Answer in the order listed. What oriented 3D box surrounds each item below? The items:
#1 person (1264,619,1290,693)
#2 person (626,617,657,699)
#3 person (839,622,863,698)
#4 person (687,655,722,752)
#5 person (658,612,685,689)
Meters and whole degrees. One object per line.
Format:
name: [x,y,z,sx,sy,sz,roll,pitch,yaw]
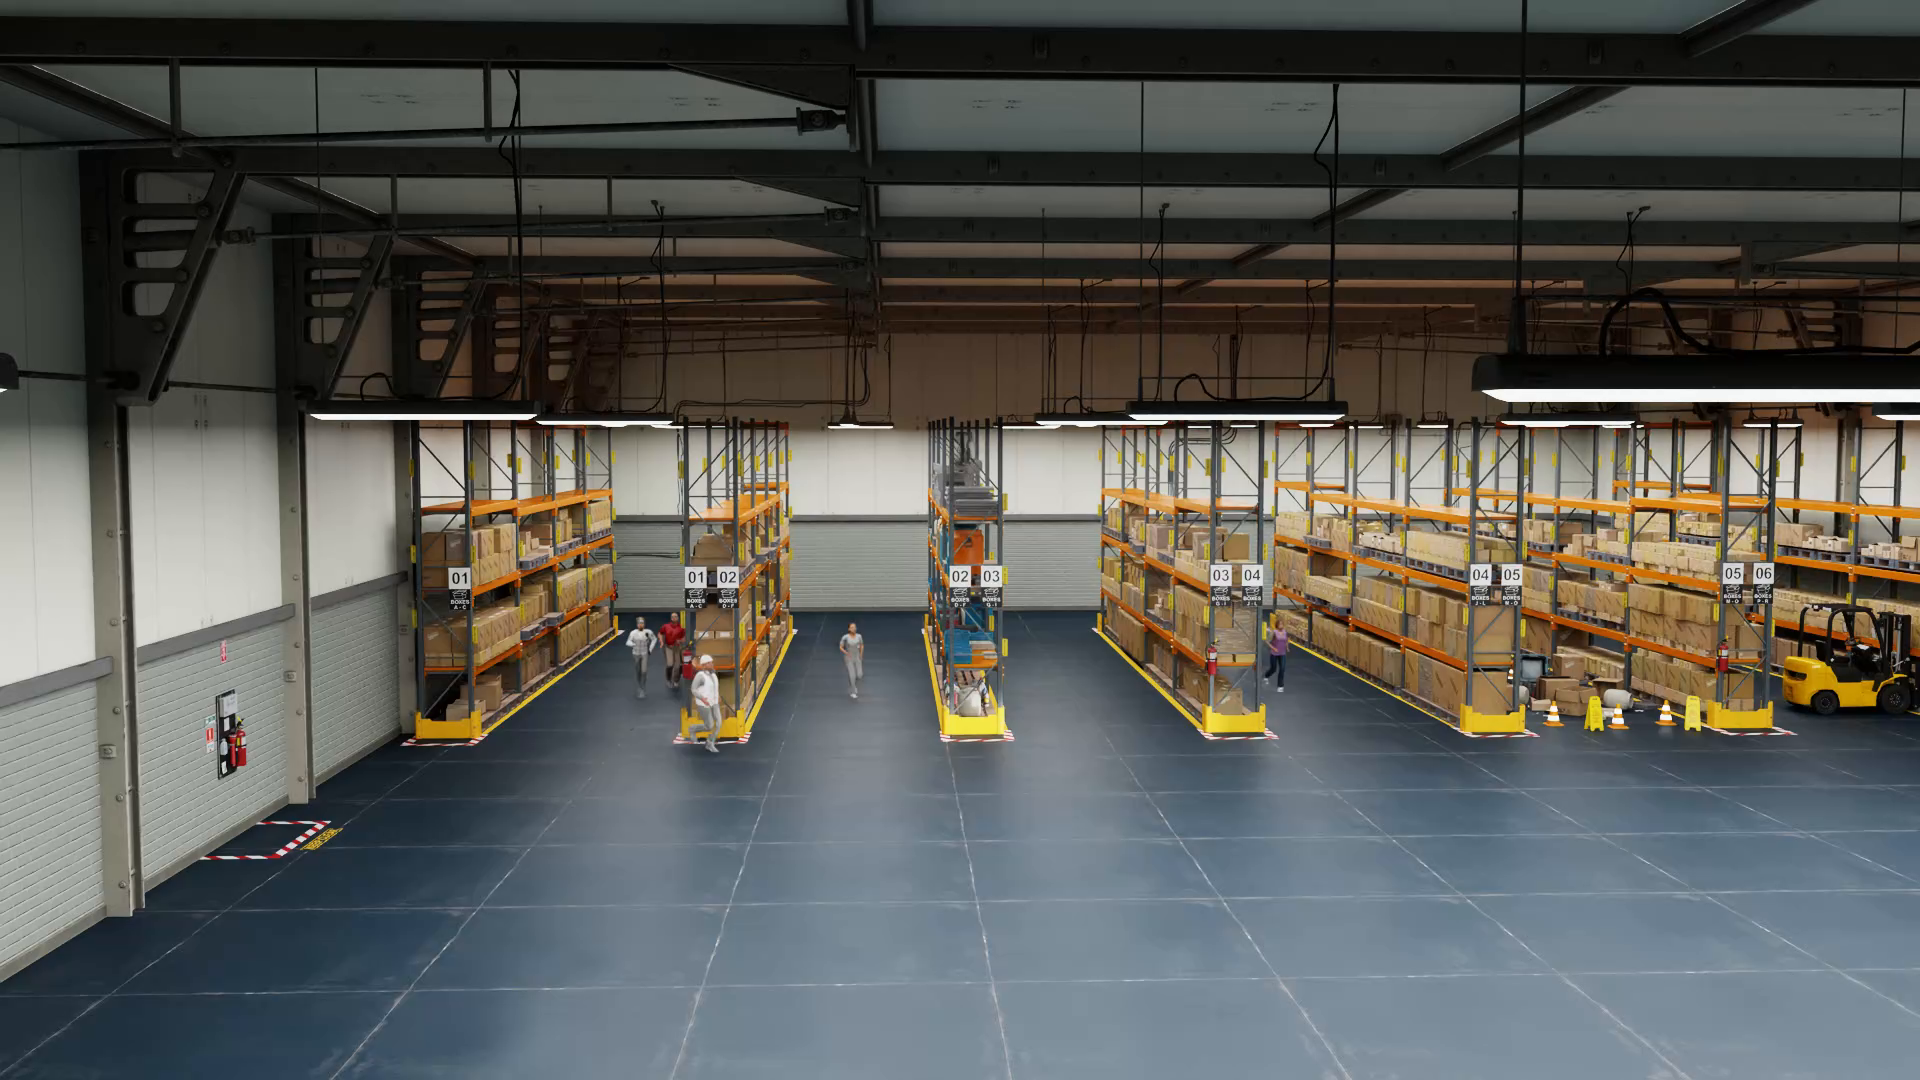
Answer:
person: [7.035,2.537,36.687,0.575,1.576,0.848,-1,4,-13]
person: [-6.882,2.514,35.881,0.610,1.731,0.819,0,4,1]
person: [-2.311,2.576,35.706,0.567,1.631,0.553,-1,4,-20]
person: [-4.588,2.931,29.840,0.650,1.748,0.631,2,4,32]
person: [-6.348,2.497,36.900,0.645,1.636,0.667,-1,4,-13]
